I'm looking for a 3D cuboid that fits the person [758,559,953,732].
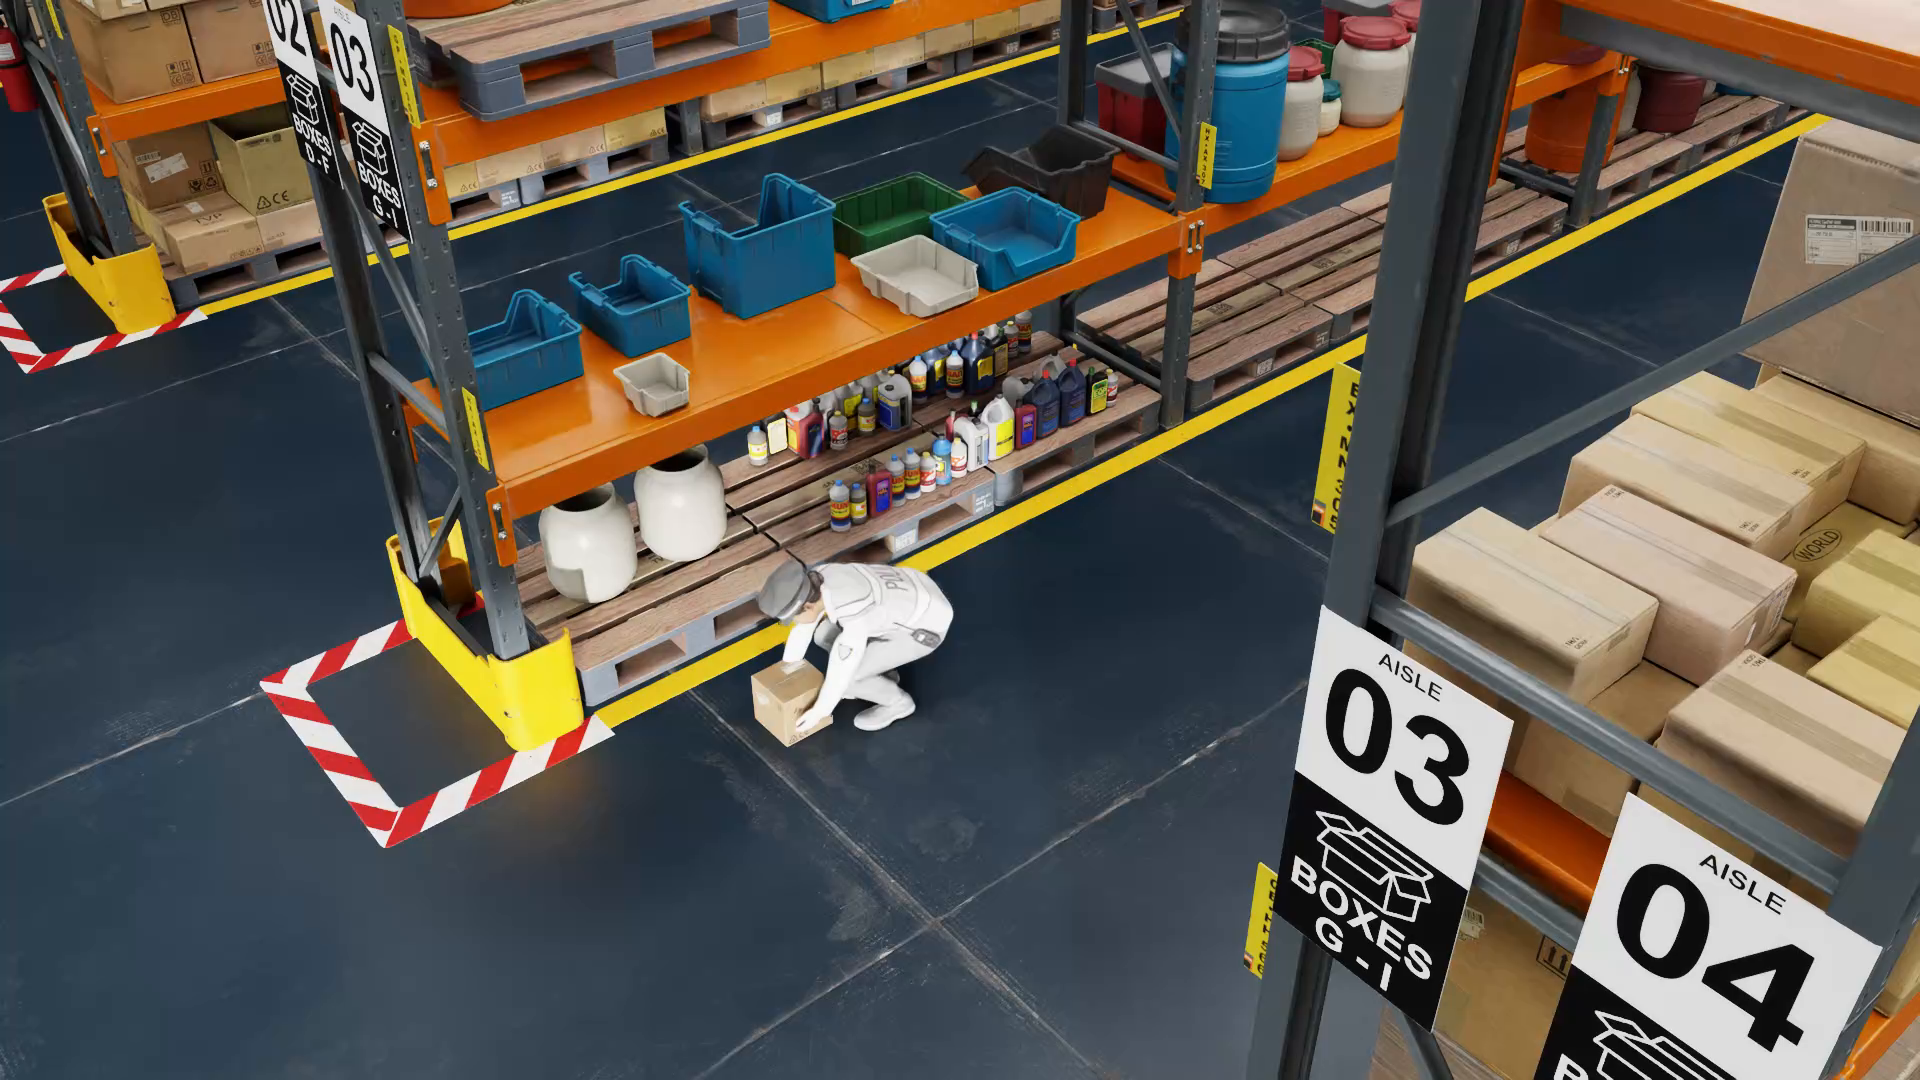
[{"bbox_3d":[-0.447,0.403,7.179,0.854,0.900,0.473,-13,38,-17],"label":"person"}]
